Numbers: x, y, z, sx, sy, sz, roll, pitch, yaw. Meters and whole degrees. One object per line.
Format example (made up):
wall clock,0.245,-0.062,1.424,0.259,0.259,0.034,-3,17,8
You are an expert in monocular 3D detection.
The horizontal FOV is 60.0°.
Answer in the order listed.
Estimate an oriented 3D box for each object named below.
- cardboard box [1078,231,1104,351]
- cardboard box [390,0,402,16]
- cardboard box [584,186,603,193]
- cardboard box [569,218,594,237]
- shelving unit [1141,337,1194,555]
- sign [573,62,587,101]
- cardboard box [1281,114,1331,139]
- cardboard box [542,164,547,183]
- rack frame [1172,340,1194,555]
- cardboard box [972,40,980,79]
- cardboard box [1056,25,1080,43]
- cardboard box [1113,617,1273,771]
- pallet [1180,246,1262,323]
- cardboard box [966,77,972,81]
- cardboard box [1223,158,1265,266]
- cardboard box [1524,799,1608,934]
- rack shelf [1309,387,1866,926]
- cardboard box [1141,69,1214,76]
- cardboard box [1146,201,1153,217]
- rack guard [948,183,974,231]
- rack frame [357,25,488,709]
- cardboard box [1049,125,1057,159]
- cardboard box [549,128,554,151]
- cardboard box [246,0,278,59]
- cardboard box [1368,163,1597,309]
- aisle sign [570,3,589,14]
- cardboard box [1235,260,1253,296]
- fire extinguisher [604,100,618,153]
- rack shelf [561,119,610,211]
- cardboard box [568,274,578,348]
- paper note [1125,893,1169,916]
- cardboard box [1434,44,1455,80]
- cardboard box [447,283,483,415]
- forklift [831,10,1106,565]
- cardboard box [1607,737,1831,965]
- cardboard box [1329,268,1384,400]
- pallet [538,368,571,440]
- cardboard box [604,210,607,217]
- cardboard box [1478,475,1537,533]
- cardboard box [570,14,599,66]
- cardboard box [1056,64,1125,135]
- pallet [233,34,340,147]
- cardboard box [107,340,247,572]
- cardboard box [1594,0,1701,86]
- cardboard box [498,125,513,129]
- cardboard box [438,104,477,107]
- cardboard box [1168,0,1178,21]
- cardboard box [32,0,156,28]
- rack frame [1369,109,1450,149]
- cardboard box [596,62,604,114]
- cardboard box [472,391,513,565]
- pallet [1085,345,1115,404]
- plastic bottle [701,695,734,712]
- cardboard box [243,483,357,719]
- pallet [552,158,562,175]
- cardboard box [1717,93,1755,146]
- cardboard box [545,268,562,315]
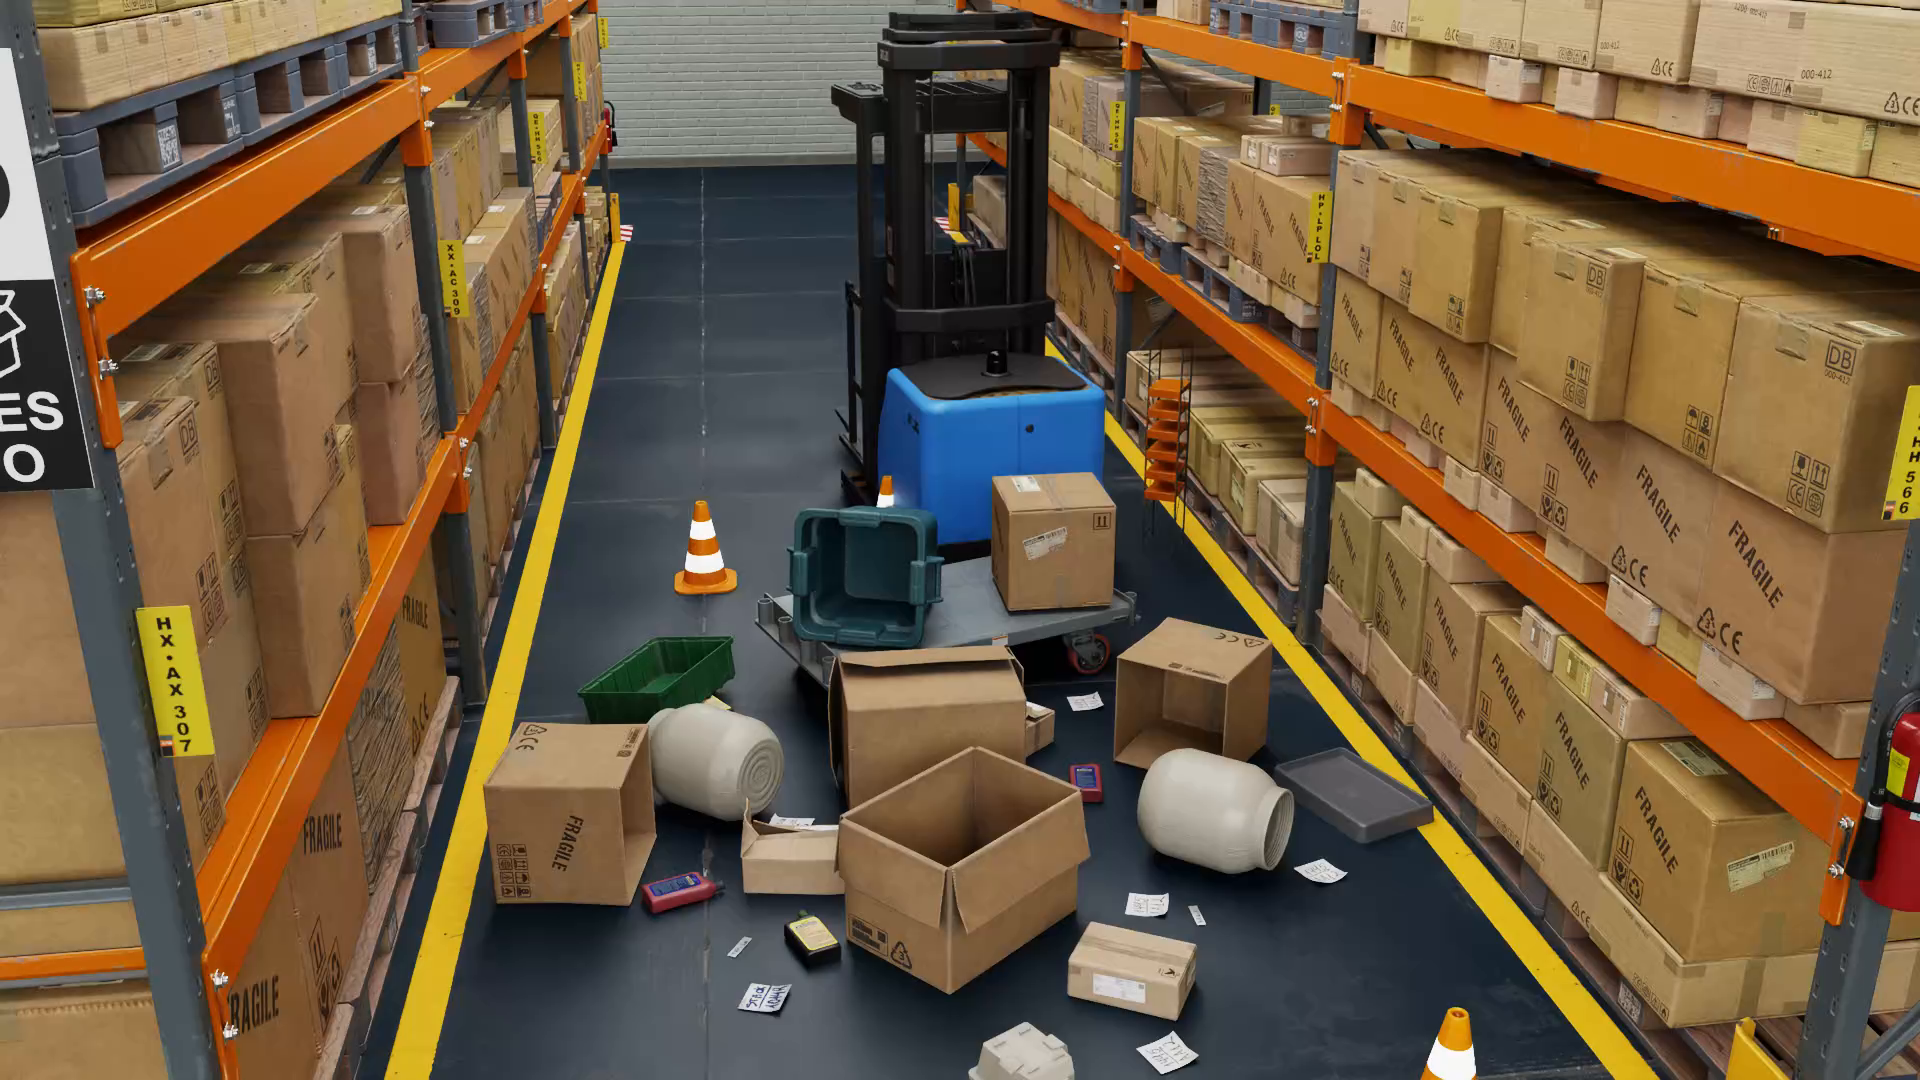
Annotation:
cardboard box,1.475,-2.055,13.369,0.875,0.875,0.875,-3,21,-7
cardboard box,-2.322,-2.053,6.255,0.380,0.149,0.250,-3,21,-8
cardboard box,-4.093,-3.756,18.110,0.380,0.149,0.250,-3,21,-7
cardboard box,-3.771,-3.036,16.183,0.380,0.149,0.250,-2,21,-7
shelving unit,1.173,-0.529,9.419,0.189,1.200,0.258,8,22,20
sign,-3.295,-3.974,14.413,0.100,0.325,0.005,-3,21,-8
cardboard box,2.131,-2.436,9.856,0.380,0.149,0.250,-4,21,-10
cardboard box,-3.361,-2.810,12.712,0.380,0.149,0.250,-4,21,-10
rack frame,1.259,-0.518,9.387,0.006,1.200,0.240,8,22,20
cardboard box,0.414,-5.050,17.378,0.500,0.500,0.500,-3,21,-8
cardboard box,1.120,-4.802,15.788,0.380,0.149,0.250,-3,21,-8
cardboard box,1.001,0.693,7.143,0.500,0.500,0.500,12,24,29
pallet,1.942,-1.528,9.796,1.003,0.211,1.213,-3,21,-8
cardboard box,0.349,-4.764,18.041,0.500,0.500,0.500,-3,21,-9
cardboard box,1.758,-1.799,9.076,0.500,0.500,0.500,-2,21,-6
cardboard box,2.320,1.114,5.777,0.500,0.250,0.500,-3,21,-8
rack shelf,2.481,0.113,6.155,1.077,0.370,4.000,-3,21,-8
cardboard box,1.647,-3.351,12.829,0.500,0.500,0.500,-2,21,-6
cardboard box,1.479,-2.259,11.236,0.380,0.149,0.250,-4,21,-11
rack guard,0.460,-3.909,19.467,1.175,0.500,0.348,-3,21,-8
rack frame,-2.691,-0.632,7.121,1.000,3.000,0.127,-3,21,-8
cardboard box,0.974,-3.329,13.841,0.500,0.250,0.500,-3,21,-7
cardboard box,-3.475,-3.221,13.386,0.380,0.149,0.250,-4,21,-10
cardboard box,-2.028,-1.350,4.372,0.380,0.149,0.250,-3,21,-8
cardboard box,2.094,-1.230,6.725,0.700,0.500,0.500,-3,21,-7
aisle sign,-4.134,-6.045,17.899,0.394,0.787,0.004,-3,21,-8
cardboard box,1.712,-1.428,9.010,0.380,0.149,0.250,-3,21,-7
fire extinguisher,-4.000,-4.686,18.620,0.296,0.674,0.183,-3,21,-8
rack shelf,-4.132,-3.757,16.517,1.077,0.370,4.000,-3,21,-8
cardboard box,-3.345,-1.829,13.297,0.500,0.500,0.500,-3,21,-9
paper note,0.690,1.336,6.112,0.148,0.019,0.142,4,21,11
cardboard box,2.123,-1.910,6.615,0.380,0.149,0.250,-3,21,-8
cardboard box,-2.500,-0.875,7.628,0.500,0.500,0.500,-3,21,-7
forklift,-0.112,-1.606,9.828,1.130,2.935,3.031,-6,21,-15
cardboard box,2.396,0.944,5.159,0.500,0.500,0.500,-3,21,-7
cardboard box,1.981,-0.936,7.368,0.500,0.500,0.500,-3,21,-8
pallet,-3.378,-0.981,12.042,1.003,0.211,1.213,-3,21,-8
cardboard box,-4.062,-3.619,18.168,0.380,0.149,0.250,-3,21,-9
cardboard box,2.160,-0.145,6.175,0.380,0.149,0.250,-3,21,-8
cardboard box,-4.108,-5.296,17.610,0.500,0.500,0.500,-3,21,-9
cardboard box,1.070,-3.508,13.249,0.500,0.500,0.500,-3,21,-9
pallet,-2.410,-1.290,4.724,1.003,0.211,1.213,-3,21,-8
cardboard box,-2.300,-0.139,4.045,0.875,0.550,0.550,-3,21,-8
cardboard box,2.278,-1.523,5.010,0.500,0.250,0.500,-2,21,-6
cardboard box,-3.333,-2.999,12.368,0.380,0.149,0.250,-2,21,-6
cardboard box,-4.196,-3.504,13.719,0.380,0.149,0.250,-2,21,-6
cardboard box,1.530,-3.438,10.539,0.396,0.266,0.258,-3,21,-8
cardboard box,-1.930,-1.145,3.254,0.500,0.250,0.500,-3,21,-8
rack frame,5.375,-5.323,19.681,1.000,3.000,0.127,-3,21,-8
cardboard box,-4.101,-4.830,17.794,0.500,0.500,0.500,-2,21,-7
cardboard box,-3.004,-0.319,8.900,1.050,0.750,0.750,-3,21,-8
pallet,1.577,-1.272,12.820,1.003,0.211,1.213,-3,21,-8
plastic bottle,-1.157,0.764,7.583,0.133,0.061,0.283,-15,25,-35
cardboard box,-2.270,0.167,4.768,0.875,0.550,0.550,-3,21,-8
pallet,-3.878,-3.040,13.843,1.003,0.211,1.213,-3,21,-8
cardboard box,2.398,-1.198,4.708,0.380,0.149,0.250,-3,21,-7
cardboard box,-3.200,-1.821,12.204,0.500,0.250,0.500,-3,21,-8
